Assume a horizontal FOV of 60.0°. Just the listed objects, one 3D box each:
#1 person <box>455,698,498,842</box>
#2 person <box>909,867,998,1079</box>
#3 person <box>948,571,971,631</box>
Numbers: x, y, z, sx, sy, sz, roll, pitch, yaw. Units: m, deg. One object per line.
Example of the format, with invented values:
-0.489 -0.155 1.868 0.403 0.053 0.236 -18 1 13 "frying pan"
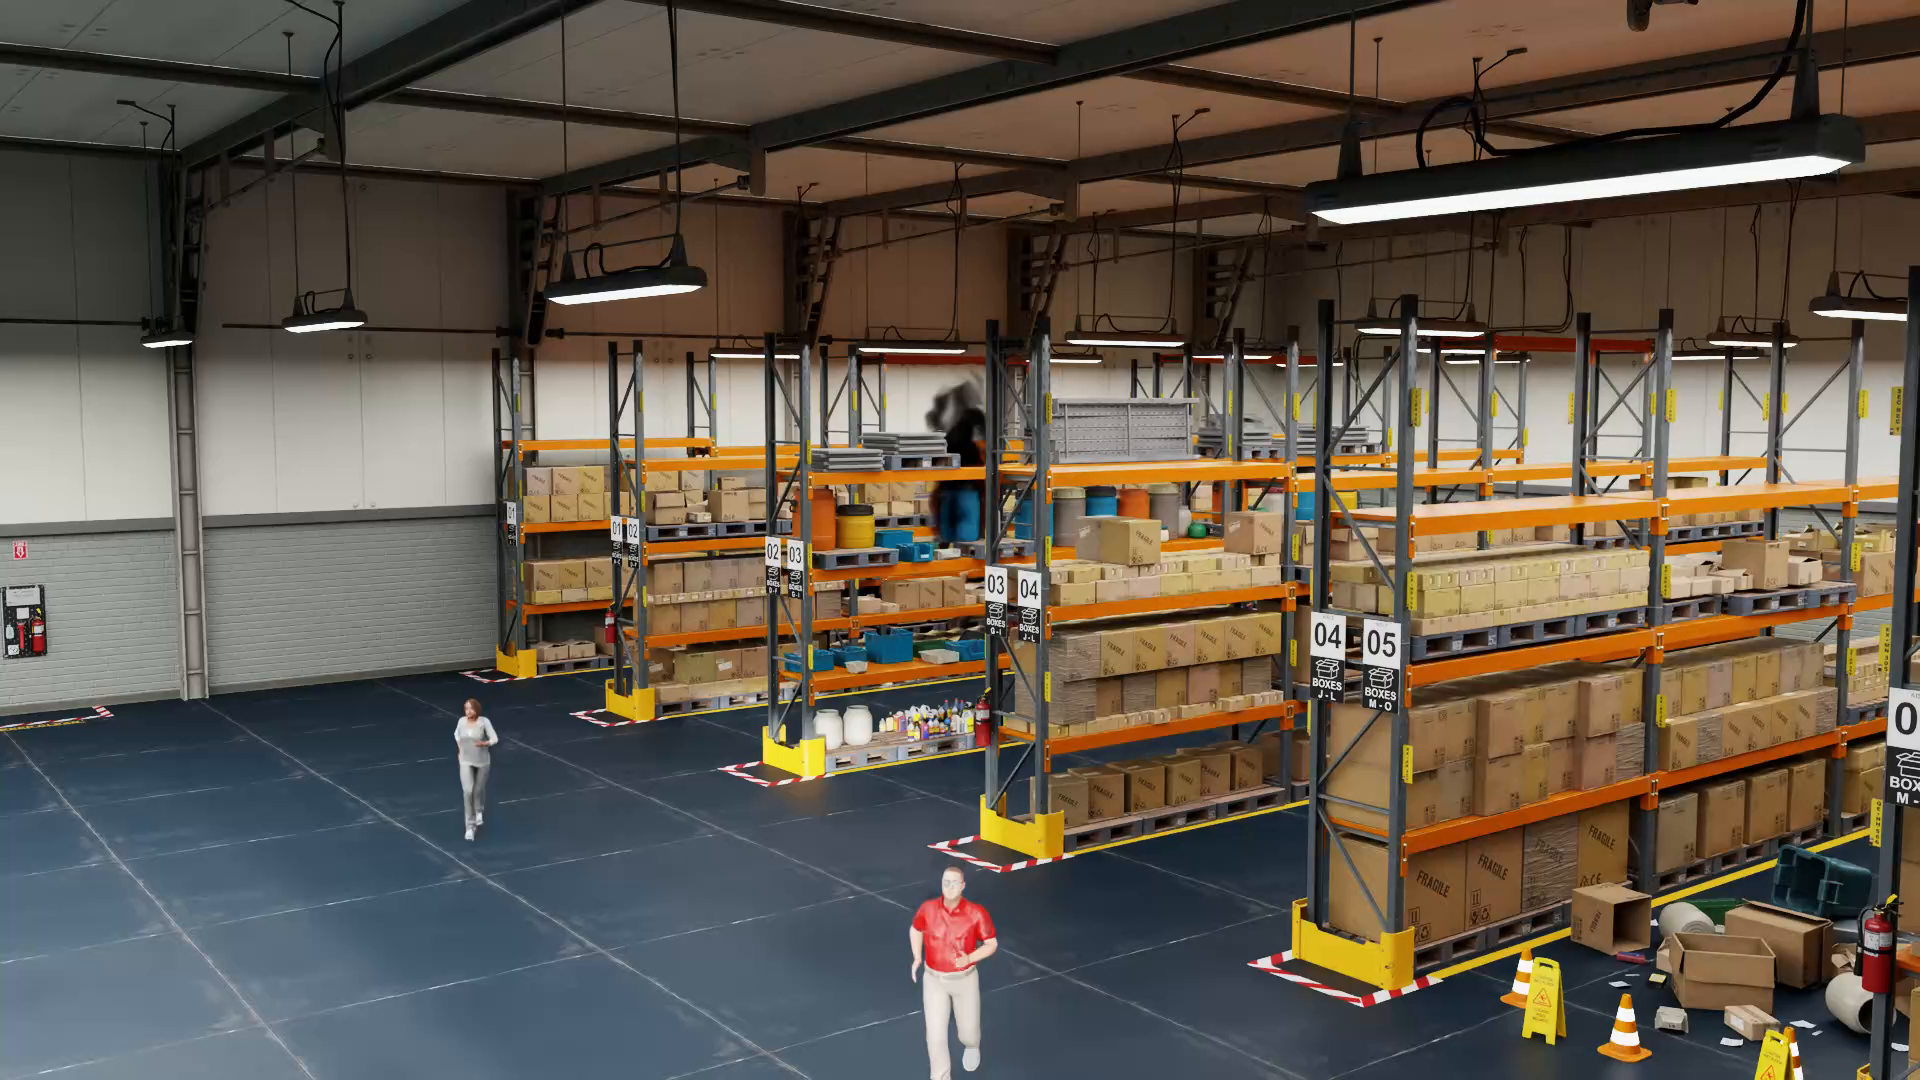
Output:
-5.677 2.658 19.533 0.514 1.642 0.743 -1 5 -11 "person"
-0.061 3.242 12.226 0.676 1.693 0.886 1 5 8 "person"
0.032 1.452 32.760 0.607 1.673 0.657 -4 7 -41 "person"
